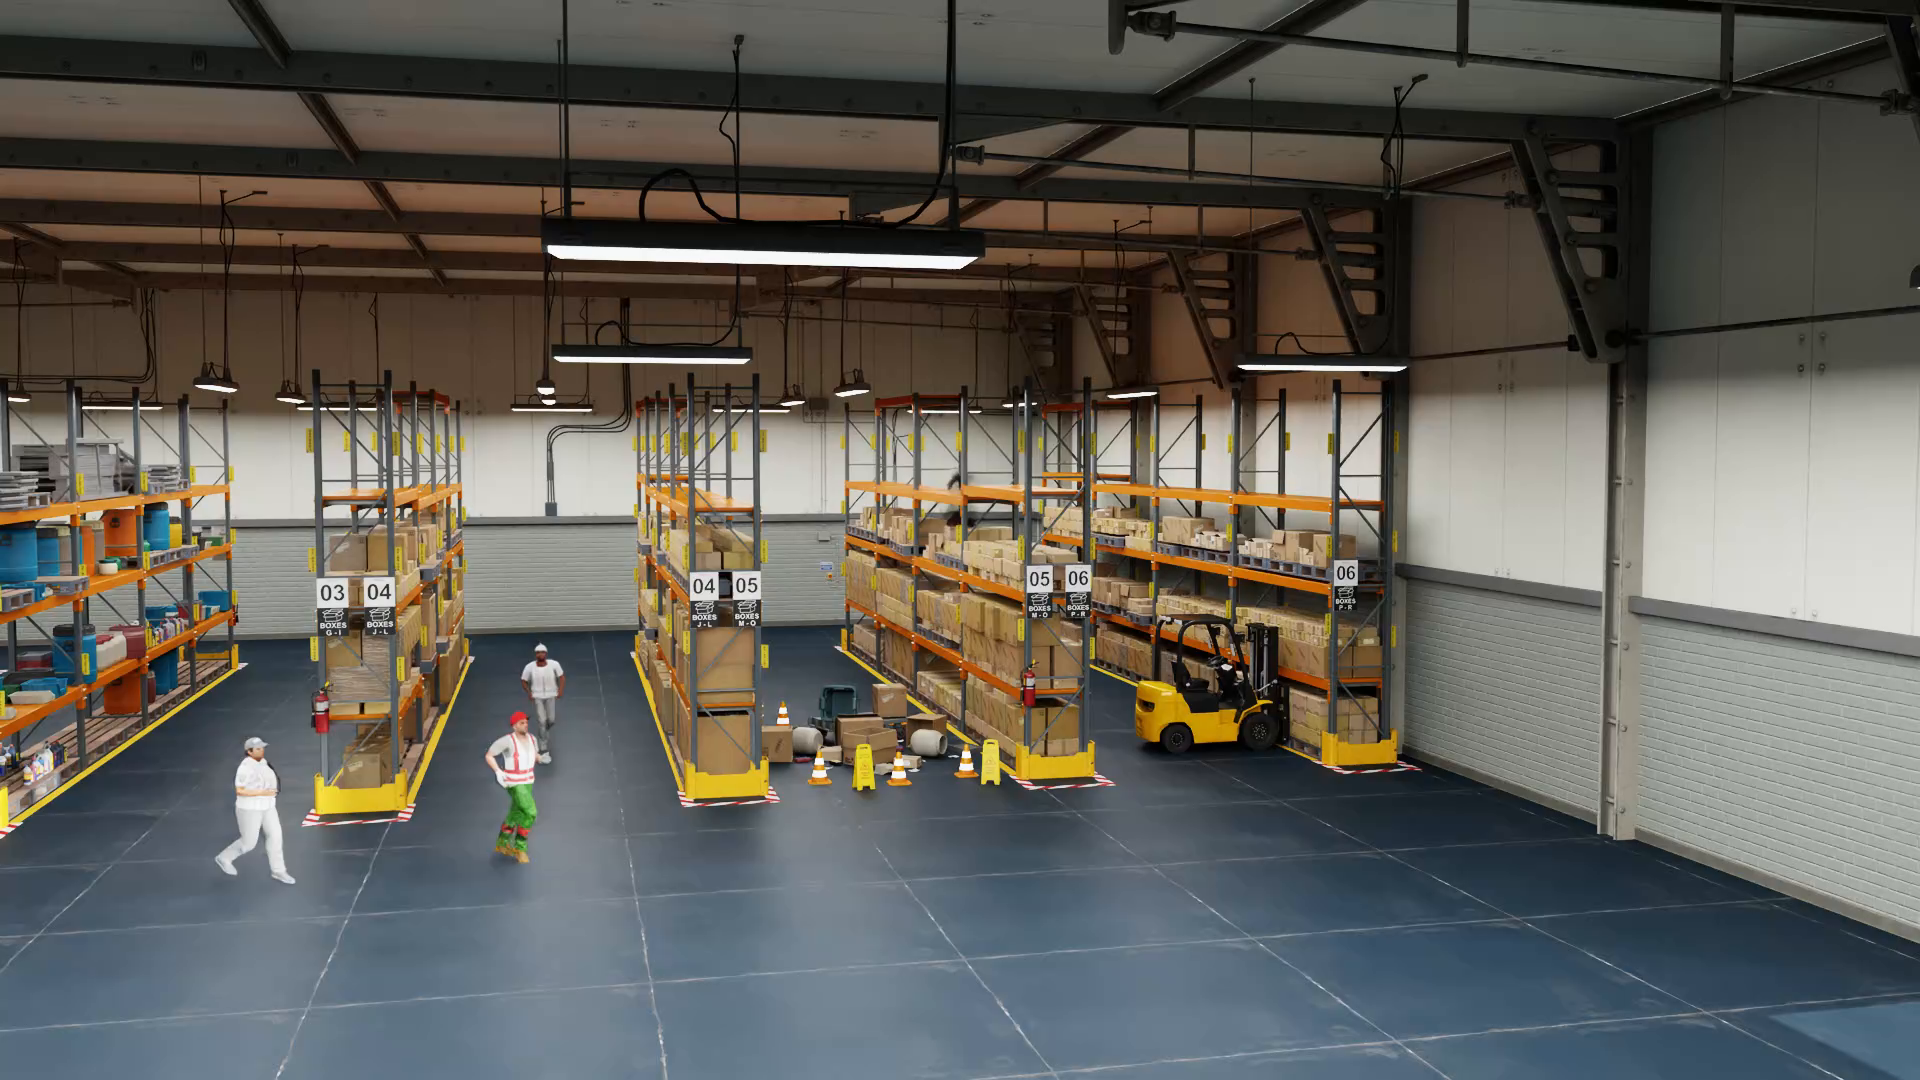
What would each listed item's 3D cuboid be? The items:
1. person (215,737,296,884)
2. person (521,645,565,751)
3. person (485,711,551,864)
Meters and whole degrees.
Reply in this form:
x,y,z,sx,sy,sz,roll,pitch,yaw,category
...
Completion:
x,y,z,sx,sy,sz,roll,pitch,yaw,category
-8.034,3.078,18.932,0.923,1.680,0.606,1,3,12,person
-6.831,2.571,27.263,0.698,1.729,0.546,-1,3,-18,person
-5.279,2.970,20.002,0.754,1.838,0.616,1,4,24,person
